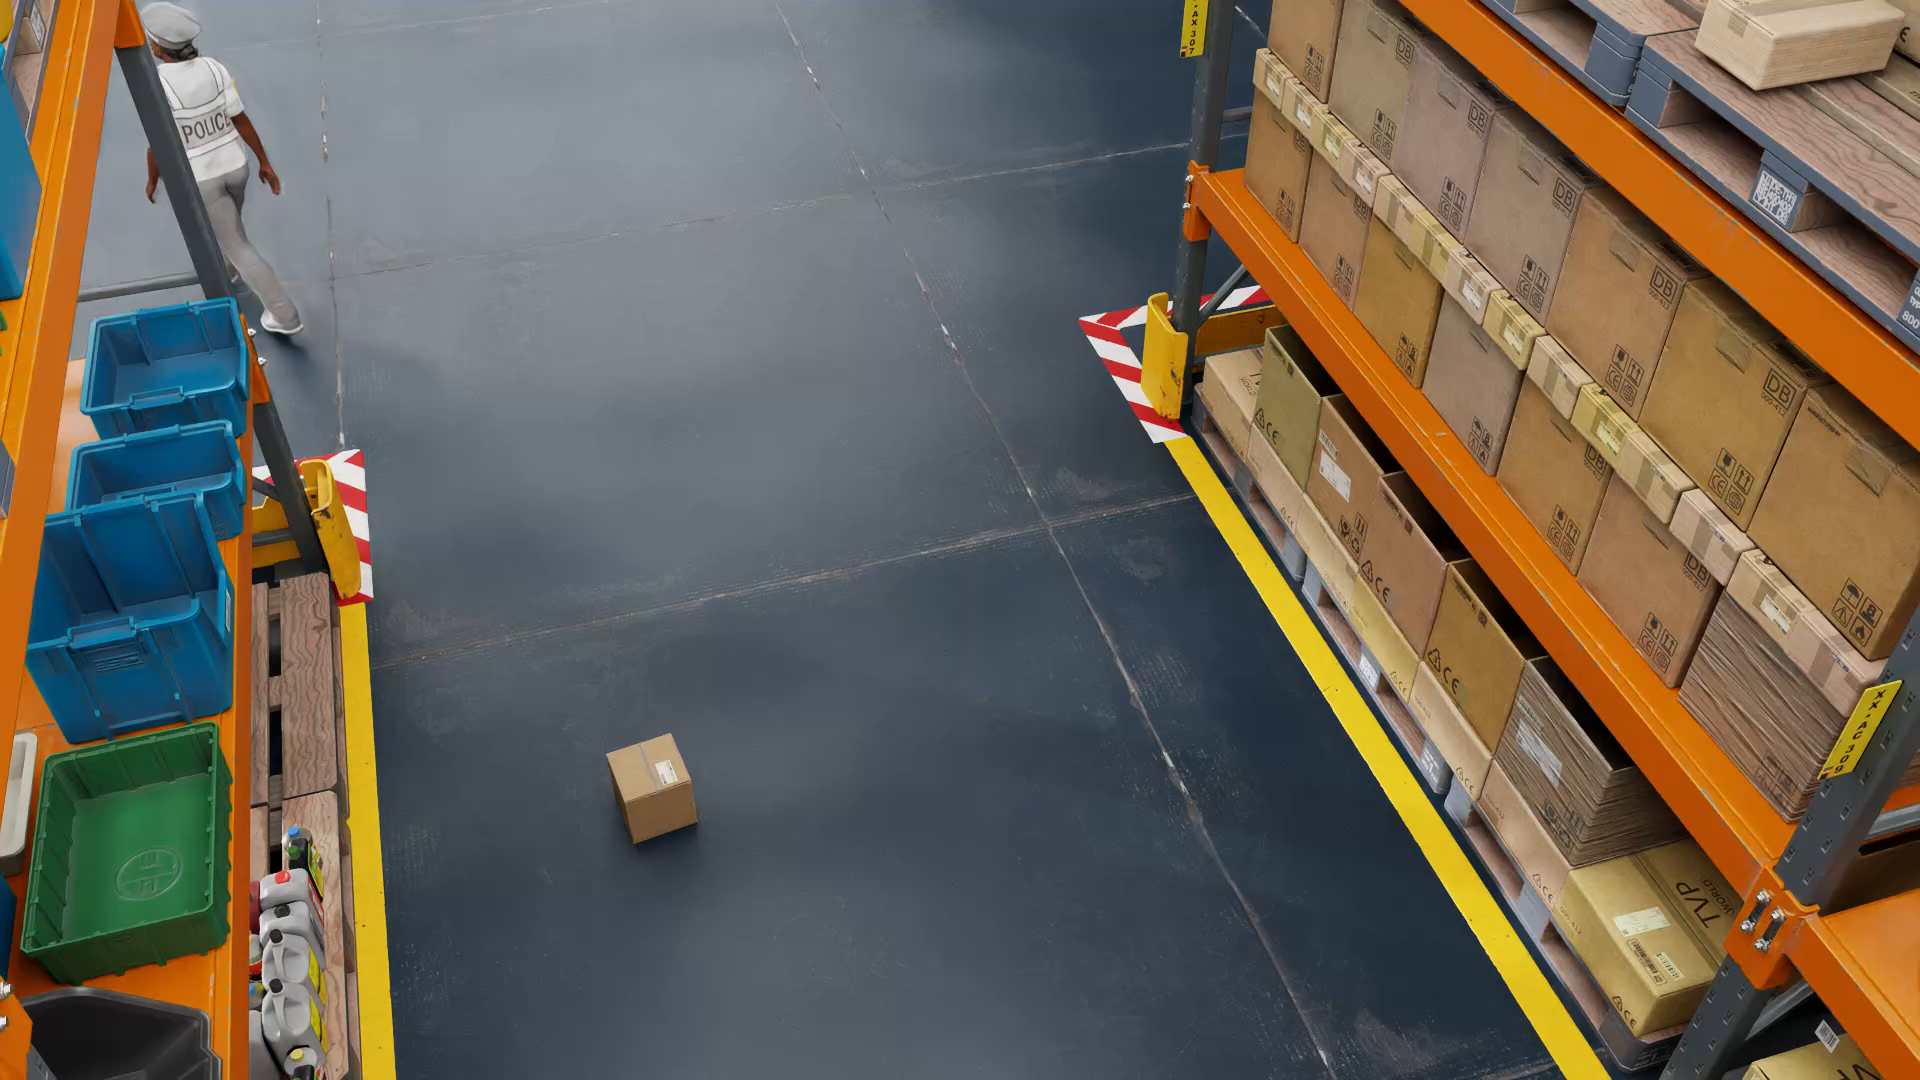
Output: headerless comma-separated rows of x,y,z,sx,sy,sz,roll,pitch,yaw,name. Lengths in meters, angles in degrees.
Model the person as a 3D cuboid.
-3.721,-1.839,8.125,0.979,1.634,0.491,23,47,23,person
